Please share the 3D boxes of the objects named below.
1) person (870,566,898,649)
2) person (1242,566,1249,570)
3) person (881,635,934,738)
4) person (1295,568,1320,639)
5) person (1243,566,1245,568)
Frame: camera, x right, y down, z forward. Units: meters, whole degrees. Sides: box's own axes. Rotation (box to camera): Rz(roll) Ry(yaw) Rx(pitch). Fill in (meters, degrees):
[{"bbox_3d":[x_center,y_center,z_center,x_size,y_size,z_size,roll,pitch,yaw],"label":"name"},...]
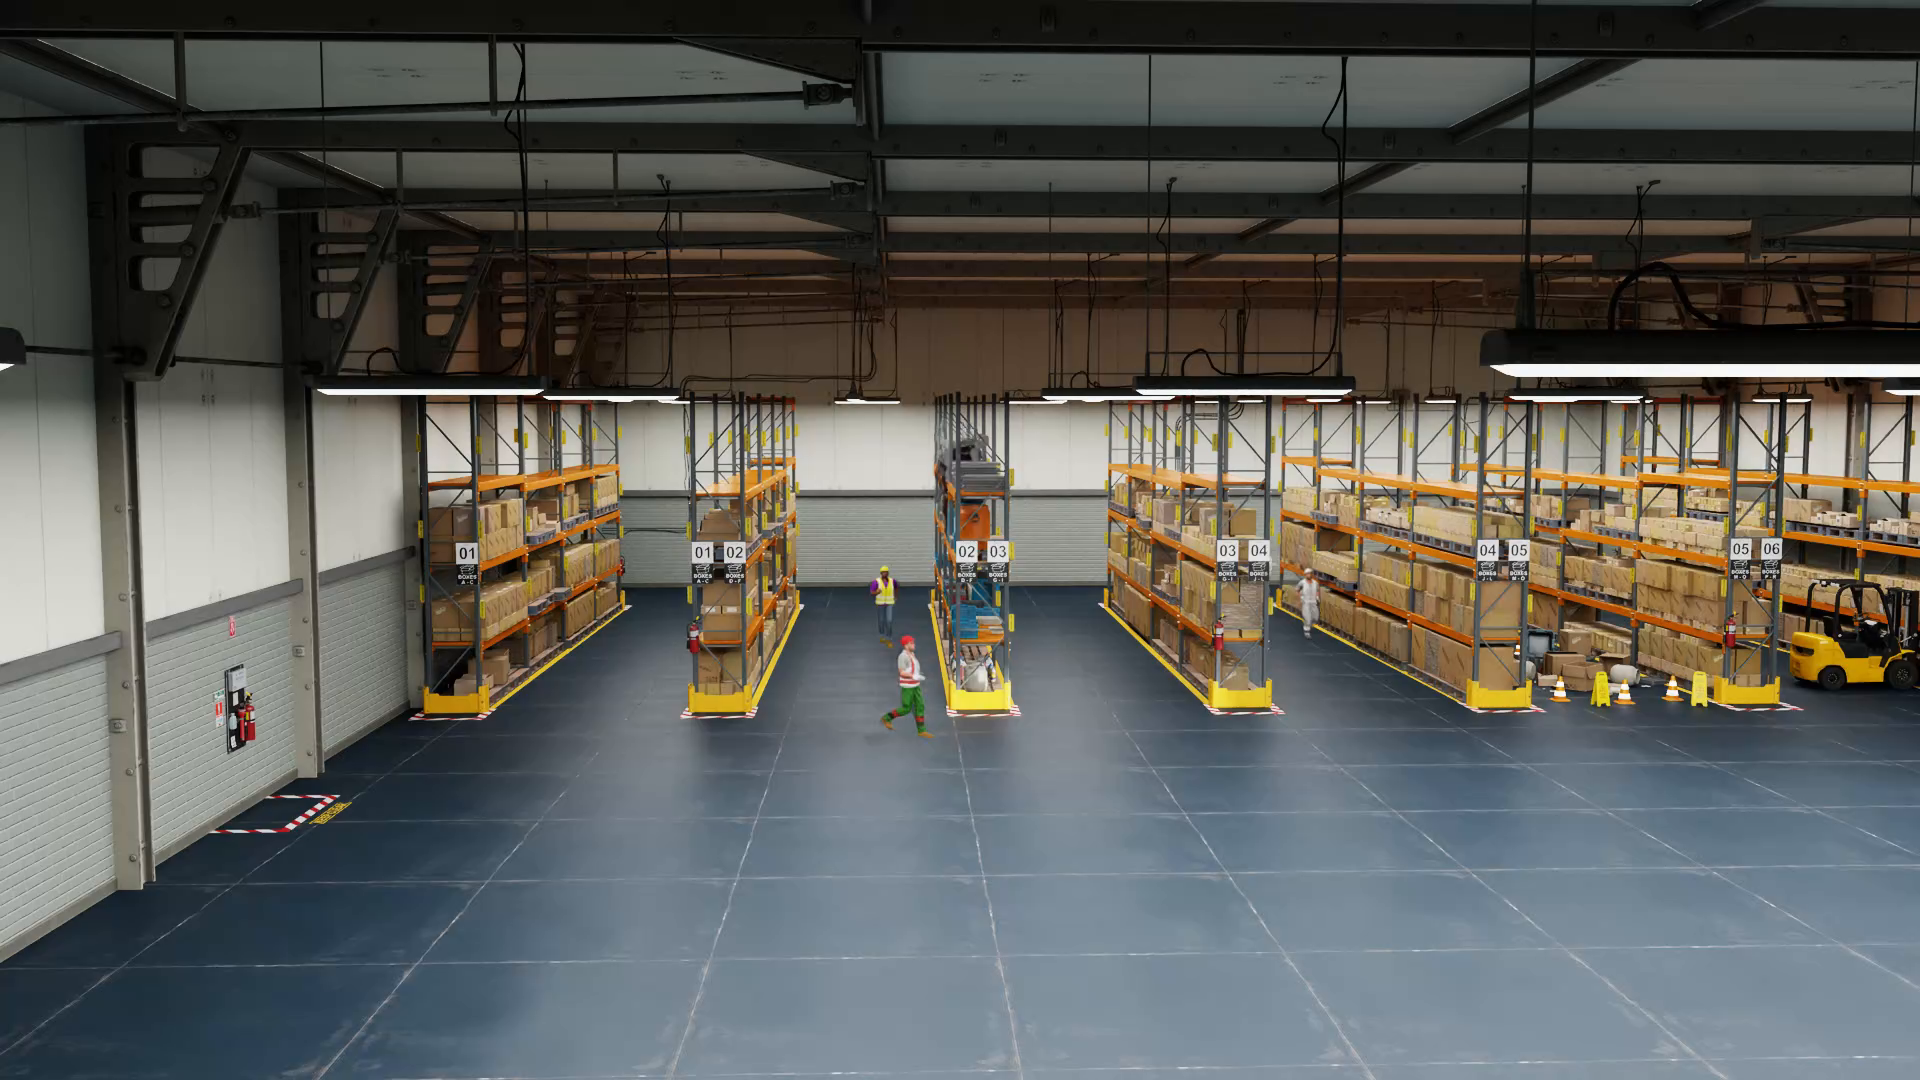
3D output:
[{"bbox_3d":[-1.712,1.518,37.899,0.674,1.854,0.713,-1,5,-8],"label":"person"},{"bbox_3d":[7.913,1.108,47.780,0.737,1.609,0.613,4,6,41],"label":"person"},{"bbox_3d":[-0.898,2.528,28.714,0.960,1.778,0.662,2,5,18],"label":"person"},{"bbox_3d":[8.594,1.570,40.987,0.648,1.737,0.614,-1,5,-8],"label":"person"},{"bbox_3d":[8.361,1.053,48.182,0.638,1.620,0.509,4,6,37],"label":"person"}]
